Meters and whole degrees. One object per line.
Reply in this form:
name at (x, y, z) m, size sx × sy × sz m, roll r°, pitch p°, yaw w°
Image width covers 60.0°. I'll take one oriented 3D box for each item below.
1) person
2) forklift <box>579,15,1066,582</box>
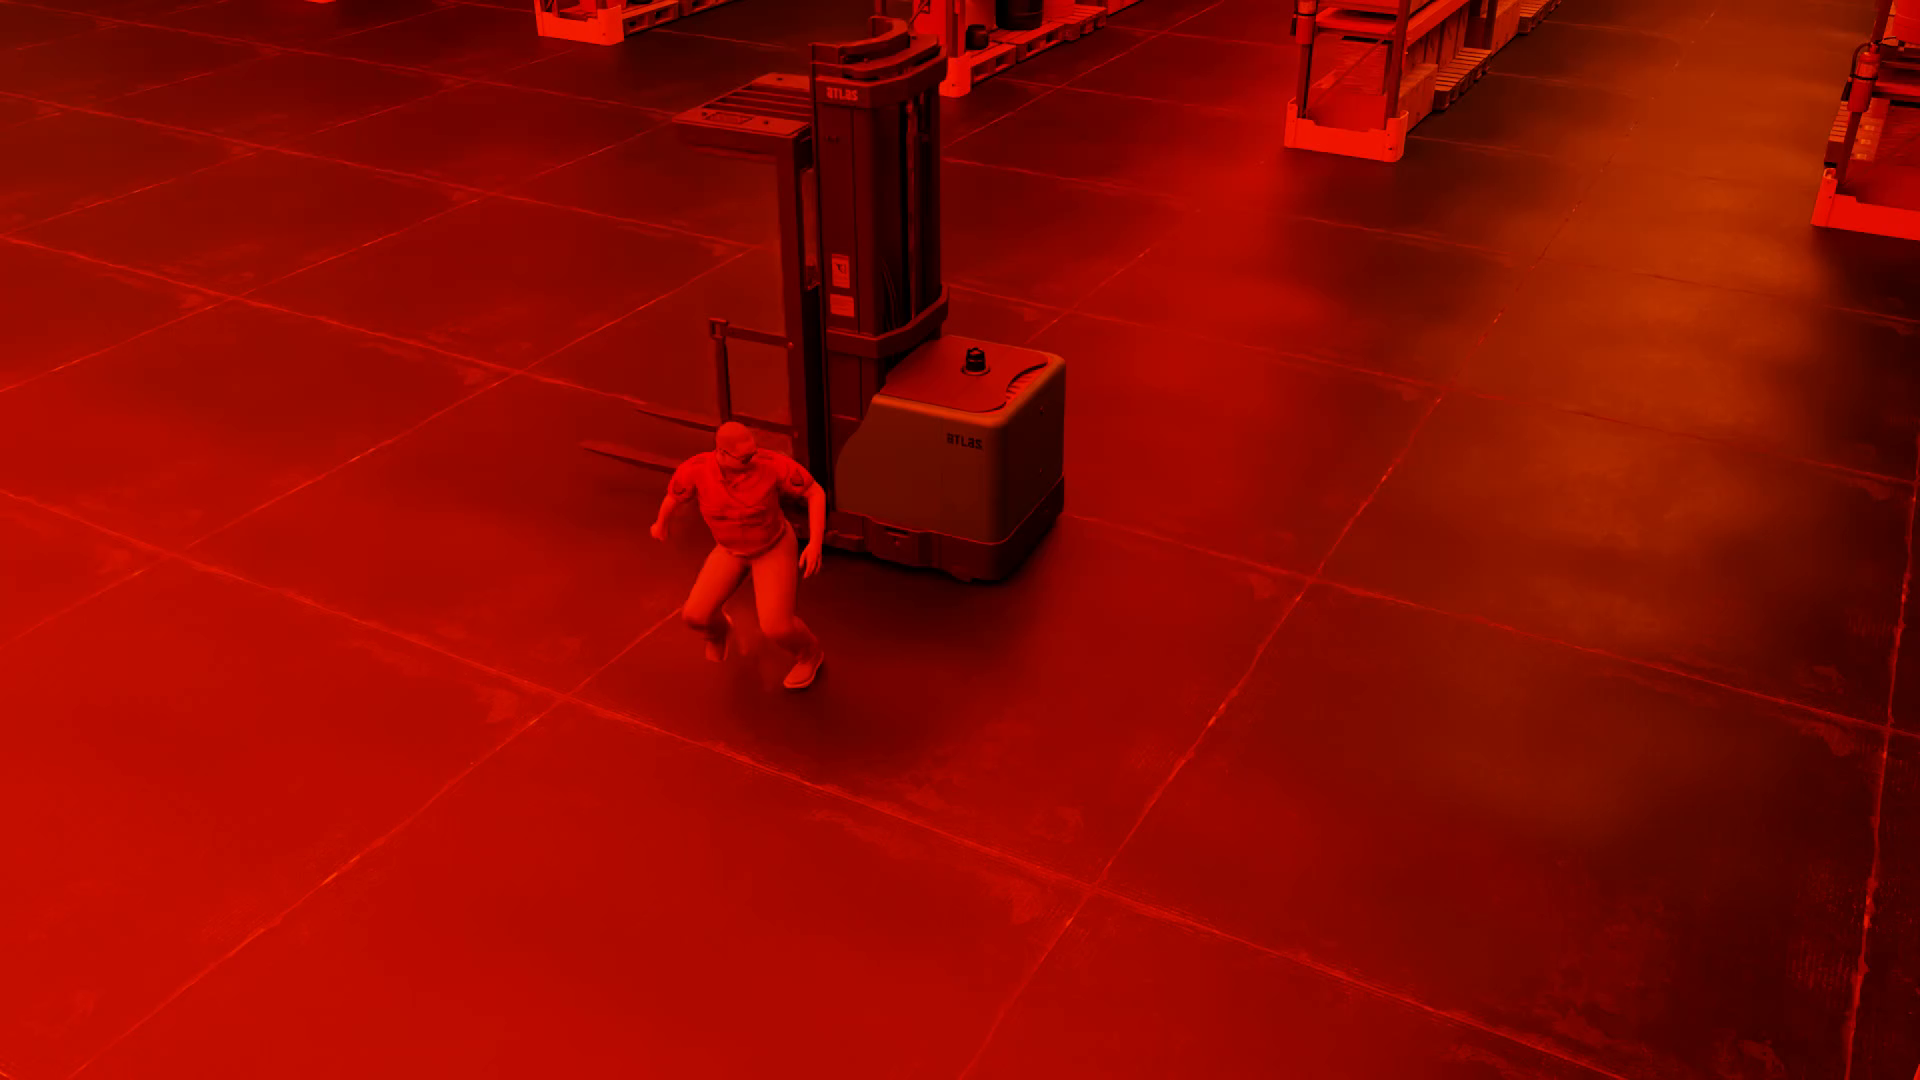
person at (-1.134, 0.077, 8.405) m, size 1.003 × 1.629 × 0.503 m, roll 6°, pitch 31°, yaw 10°
forklift at (-0.923, -1.516, 9.697) m, size 3.031 × 2.935 × 1.130 m, roll 13°, pitch 32°, yaw 21°
